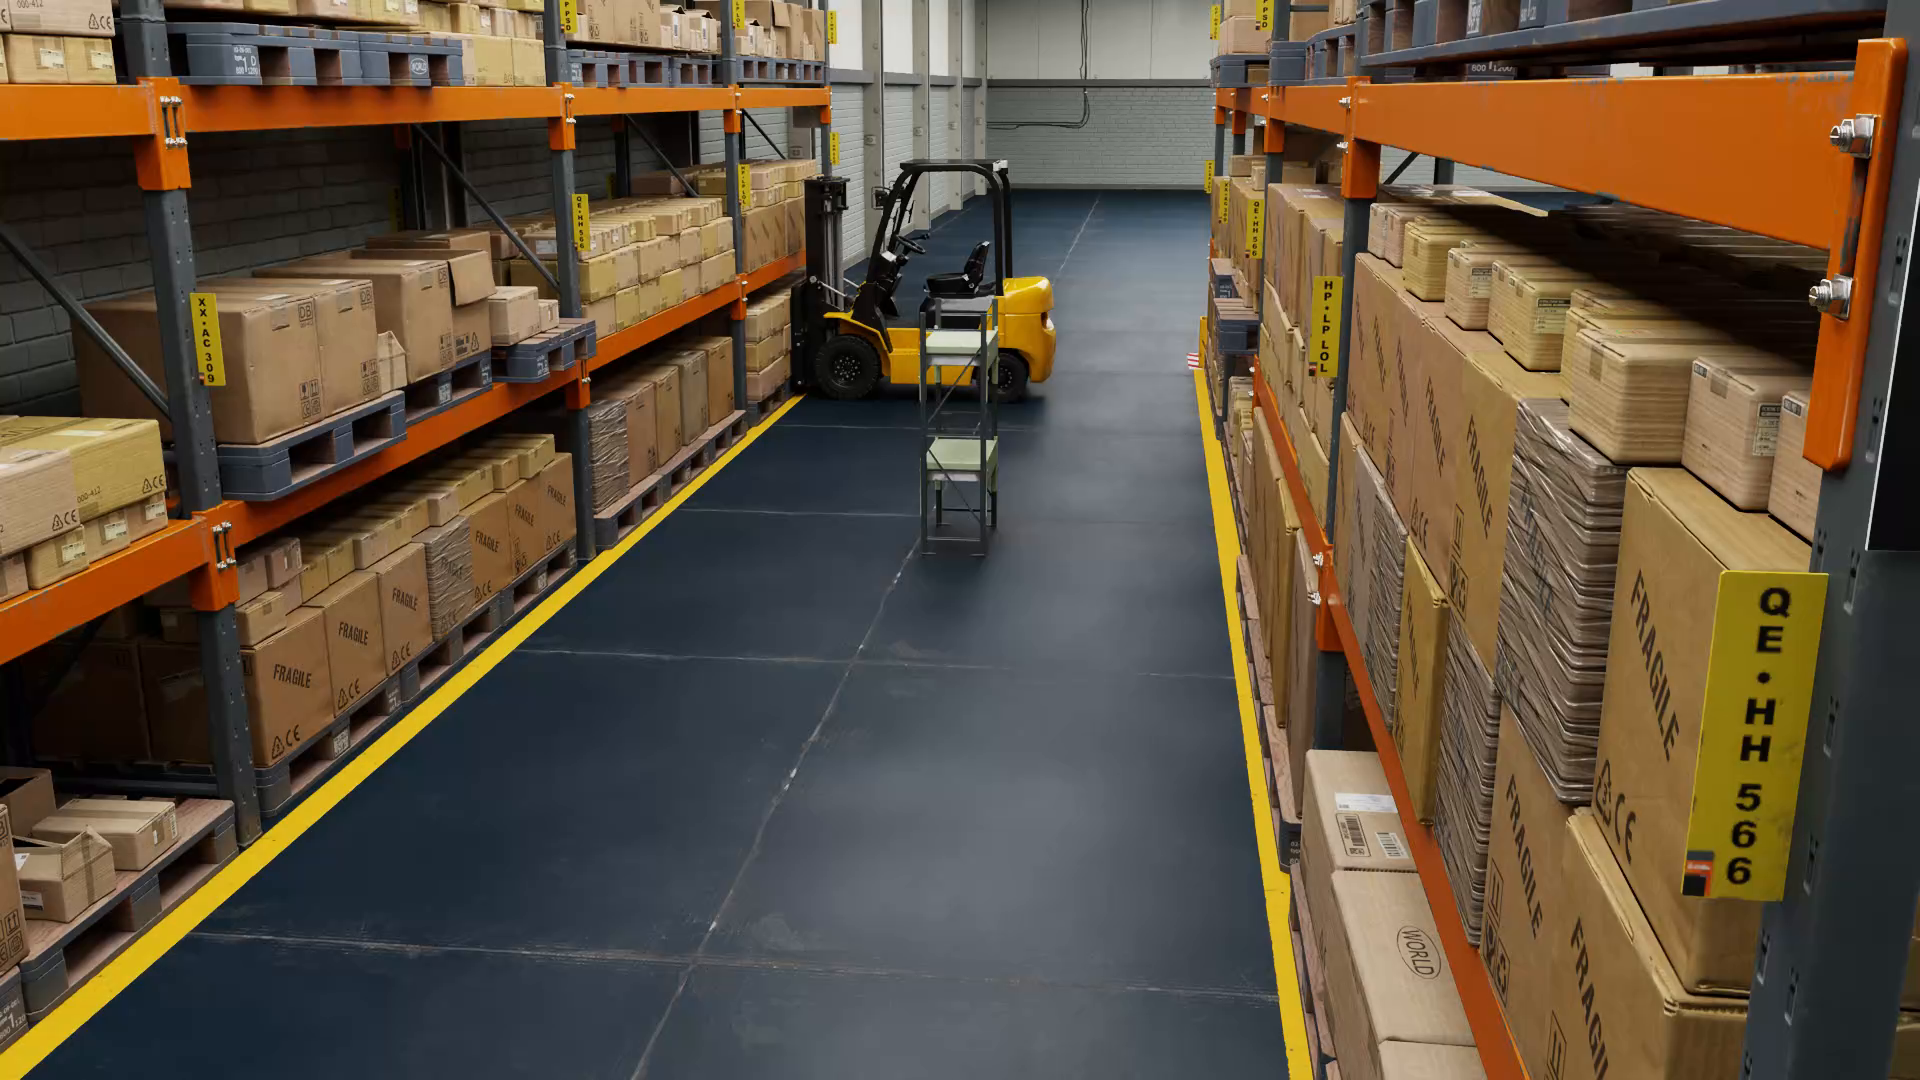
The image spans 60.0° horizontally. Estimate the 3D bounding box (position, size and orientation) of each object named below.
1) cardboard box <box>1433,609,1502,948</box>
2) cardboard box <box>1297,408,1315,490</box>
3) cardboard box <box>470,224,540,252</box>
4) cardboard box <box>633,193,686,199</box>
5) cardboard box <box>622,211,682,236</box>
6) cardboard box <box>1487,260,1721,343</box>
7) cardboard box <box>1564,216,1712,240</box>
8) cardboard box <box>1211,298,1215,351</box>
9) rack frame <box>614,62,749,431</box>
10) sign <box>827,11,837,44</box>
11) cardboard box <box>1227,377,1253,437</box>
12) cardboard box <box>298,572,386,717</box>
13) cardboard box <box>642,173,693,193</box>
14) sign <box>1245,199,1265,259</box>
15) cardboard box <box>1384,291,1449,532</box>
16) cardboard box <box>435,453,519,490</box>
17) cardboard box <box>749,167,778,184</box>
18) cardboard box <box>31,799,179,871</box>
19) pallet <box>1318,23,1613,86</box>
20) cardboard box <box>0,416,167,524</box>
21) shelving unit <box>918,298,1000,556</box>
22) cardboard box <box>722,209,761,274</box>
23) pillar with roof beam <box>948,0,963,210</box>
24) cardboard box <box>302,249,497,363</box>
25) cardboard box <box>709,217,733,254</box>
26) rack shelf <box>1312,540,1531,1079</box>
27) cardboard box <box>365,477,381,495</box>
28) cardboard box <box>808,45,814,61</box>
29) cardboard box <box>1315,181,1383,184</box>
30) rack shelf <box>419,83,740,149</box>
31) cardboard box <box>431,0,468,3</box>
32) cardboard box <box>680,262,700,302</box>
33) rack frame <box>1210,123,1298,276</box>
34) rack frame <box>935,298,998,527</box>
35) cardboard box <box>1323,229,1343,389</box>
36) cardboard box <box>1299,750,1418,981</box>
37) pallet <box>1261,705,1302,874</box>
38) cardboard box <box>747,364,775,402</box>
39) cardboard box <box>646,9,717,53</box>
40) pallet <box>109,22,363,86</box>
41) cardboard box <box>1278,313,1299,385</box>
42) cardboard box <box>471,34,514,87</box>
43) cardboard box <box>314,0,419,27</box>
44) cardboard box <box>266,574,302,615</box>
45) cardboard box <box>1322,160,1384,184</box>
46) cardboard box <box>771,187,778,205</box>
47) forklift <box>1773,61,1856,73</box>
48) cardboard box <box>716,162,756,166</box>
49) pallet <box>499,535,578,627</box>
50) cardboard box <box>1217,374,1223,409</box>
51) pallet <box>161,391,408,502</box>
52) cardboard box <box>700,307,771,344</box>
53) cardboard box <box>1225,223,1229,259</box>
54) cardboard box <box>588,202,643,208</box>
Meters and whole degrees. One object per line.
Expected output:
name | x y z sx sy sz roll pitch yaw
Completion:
cardboard box | 1.193 0.435 3.115 0.500 0.500 0.500 2 15 8
cardboard box | 1.591 -0.341 6.465 0.500 0.250 0.500 1 15 5
cardboard box | -2.905 -1.929 10.614 0.380 0.149 0.250 2 15 6
cardboard box | -2.516 -2.830 13.948 0.380 0.149 0.250 2 15 6
cardboard box | -2.183 -2.241 11.769 0.380 0.149 0.250 1 15 5
cardboard box | 1.260 -0.464 3.280 0.380 0.149 0.250 2 15 8
cardboard box | 1.839 -0.783 4.462 0.380 0.149 0.250 2 15 6
cardboard box | 2.599 -2.035 15.467 0.500 0.500 0.500 2 15 7
rack frame | -2.297 -2.378 13.710 1.000 3.000 0.127 2 15 6
sign | -1.308 -5.233 16.977 0.100 0.325 0.005 2 15 6
cardboard box | 2.579 -1.031 12.957 0.950 0.372 0.625 2 15 7
cardboard box | -2.871 0.444 7.259 0.500 0.500 0.500 1 15 6
cardboard box | -2.492 -3.039 14.148 0.380 0.149 0.250 1 15 5
sign | 1.644 -1.730 9.245 0.100 0.325 0.005 2 15 6
cardboard box | 1.306 -0.309 3.951 0.500 0.500 0.500 2 15 7
cardboard box | -2.626 -0.375 9.046 0.380 0.149 0.250 1 15 4
cardboard box | -1.889 -3.359 15.332 0.380 0.149 0.250 2 15 6
cardboard box | -2.971 1.024 5.787 0.380 0.149 0.250 1 15 5
pallet | 1.787 -1.753 6.017 0.805 0.209 1.217 1 15 4
cardboard box | -3.015 -0.235 5.502 0.500 0.250 0.500 2 15 8
shelving unit | 0.001 -0.726 10.473 0.431 1.500 0.755 2 15 6
cardboard box | -1.988 -2.534 14.094 0.500 0.500 0.500 1 15 5
pillar with roof beam | 4.166 -12.255 38.745 9.100 9.000 0.400 2 15 6
cardboard box | -2.749 -1.164 8.219 0.797 0.503 0.637 1 15 5
cardboard box | -2.098 -2.412 13.165 0.500 0.250 0.500 1 15 5
rack shelf | 1.507 0.708 3.675 1.077 0.370 4.000 2 15 6
cardboard box | -3.226 -0.252 8.588 0.380 0.149 0.250 1 15 5
cardboard box | -1.637 -4.769 16.292 0.380 0.149 0.250 1 15 5
cardboard box | 2.692 -2.238 11.628 0.500 0.500 0.500 2 15 8
rack shelf | -2.523 -2.960 11.494 1.077 0.370 4.000 2 15 6
cardboard box | -2.614 -2.683 8.046 0.380 0.149 0.250 1 15 5
cardboard box | -2.232 -1.909 12.262 0.500 0.250 0.500 2 15 7
rack frame | 3.087 -3.270 17.009 1.000 3.000 0.127 2 15 6
rack frame | 0.042 -0.821 10.824 0.400 1.500 0.023 2 15 6
cardboard box | 1.534 -0.812 5.812 0.500 0.500 0.500 2 15 8
cardboard box | 1.555 1.036 5.188 0.875 0.438 0.875 1 15 5
pallet | 1.745 0.986 6.612 1.003 0.211 1.213 2 15 6
cardboard box | -1.914 -1.369 14.442 0.500 0.250 0.500 2 15 7
cardboard box | -2.137 -3.839 12.541 0.500 0.311 0.500 1 15 4
pallet | -3.056 -1.827 6.287 1.213 0.211 1.003 2 15 6
cardboard box | 1.683 -0.846 7.374 0.500 0.250 0.500 2 15 7
cardboard box | -2.621 -2.445 8.500 0.500 0.250 0.500 2 15 6
cardboard box | -2.623 -2.346 7.330 0.380 0.149 0.250 2 15 8
cardboard box | -2.941 0.228 6.812 0.380 0.149 0.250 1 15 5
cardboard box | 2.735 -2.563 11.586 0.380 0.149 0.250 1 15 4
cardboard box | -1.838 -3.080 14.871 0.380 0.149 0.250 2 15 6
forklift | 4.859 -1.268 9.737 1.130 2.935 3.031 2 15 7
cardboard box | -2.217 -3.640 16.373 0.380 0.149 0.250 2 15 7
pallet | -2.870 0.198 9.525 1.003 0.211 1.213 2 15 6
cardboard box | 2.435 -1.269 14.073 0.500 0.250 0.500 2 15 9
pallet | -3.001 -0.414 6.816 1.003 0.211 1.213 2 15 6
cardboard box | -1.931 -1.852 14.313 0.500 0.250 0.500 1 15 5
cardboard box | 2.438 -2.547 13.574 0.500 0.500 0.500 1 15 5
cardboard box | -2.661 -2.522 12.807 0.380 0.149 0.250 2 15 6
